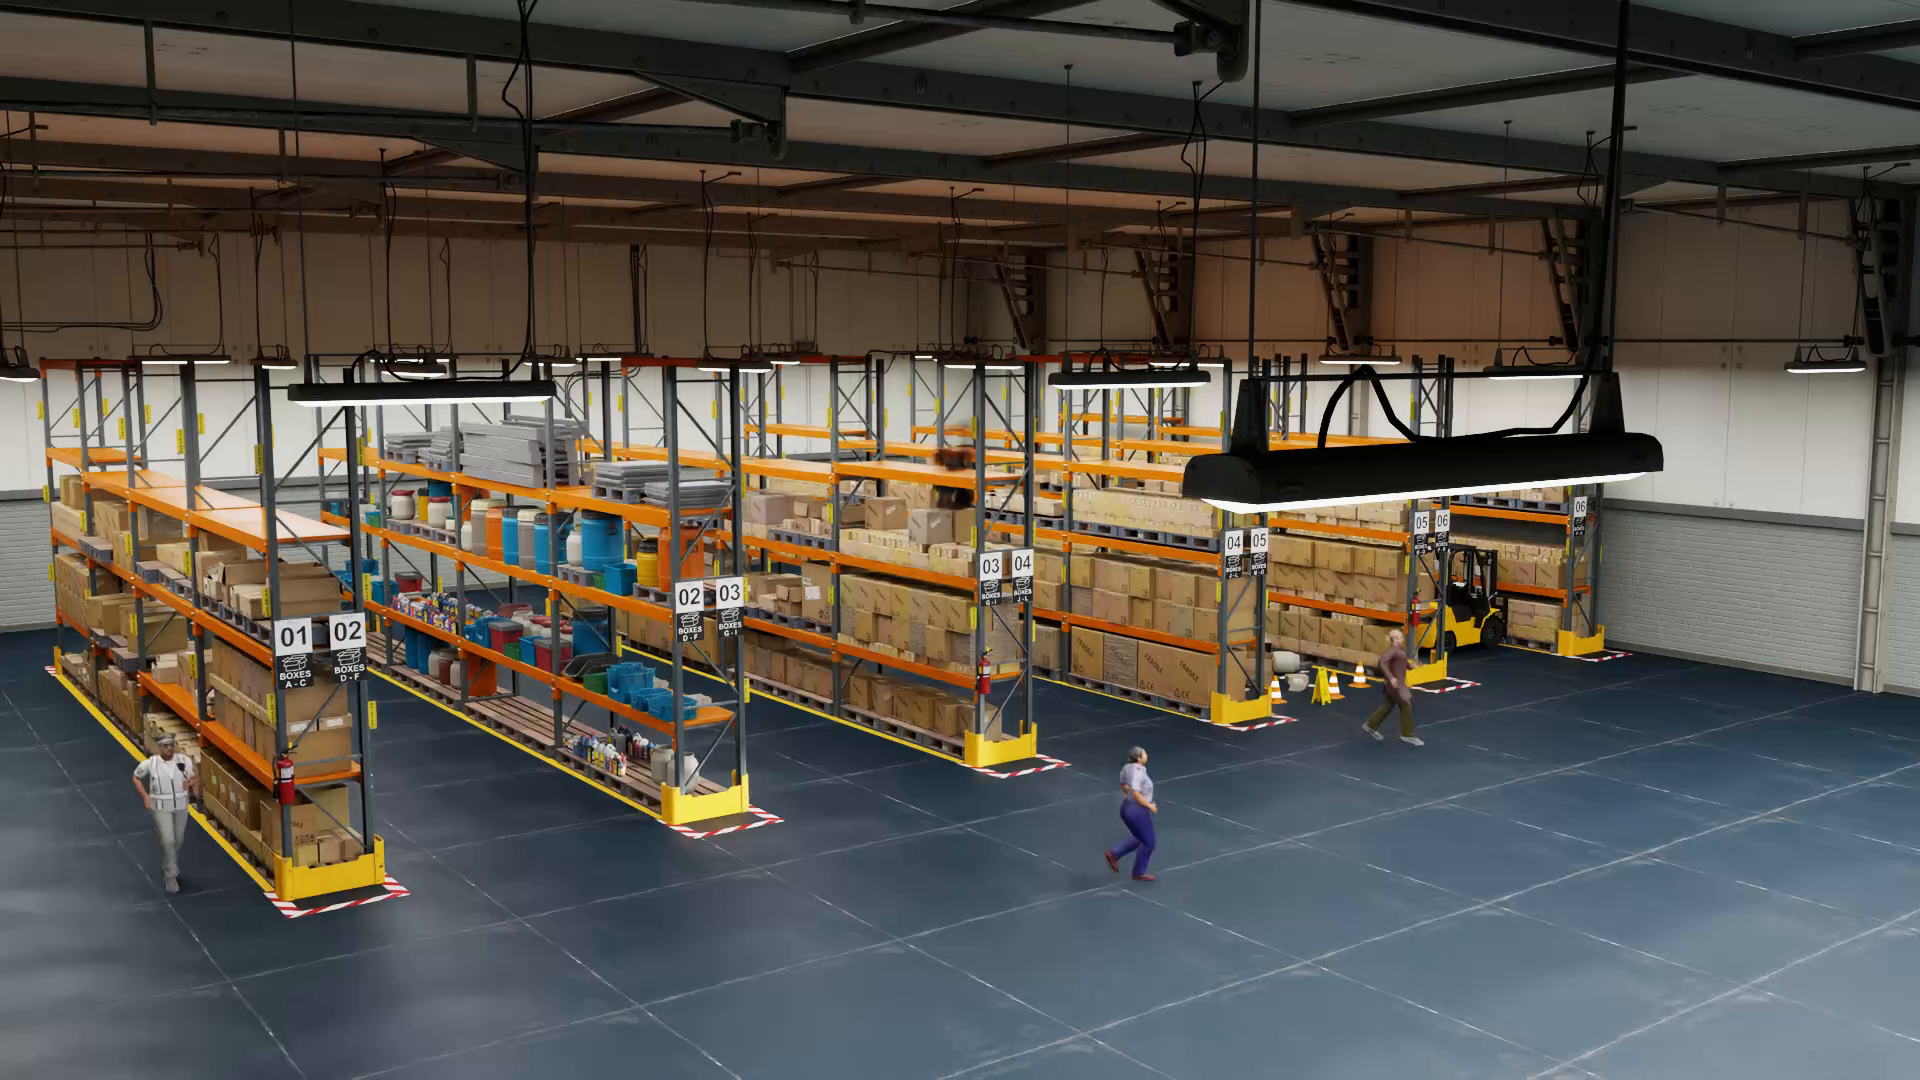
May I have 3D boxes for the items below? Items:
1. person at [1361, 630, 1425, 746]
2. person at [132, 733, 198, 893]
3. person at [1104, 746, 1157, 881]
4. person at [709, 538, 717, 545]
[{"bbox_3d":[6.814,2.296,26.072,0.968,1.801,0.693,1,7,12],"label":"person"},{"bbox_3d":[-9.201,3.140,19.368,0.641,1.852,0.770,-7,9,-43],"label":"person"},{"bbox_3d":[2.021,3.211,19.456,0.598,1.606,0.614,-1,7,-12],"label":"person"},{"bbox_3d":[-6.029,0.704,40.299,0.633,1.597,0.755,1,7,8],"label":"person"}]
